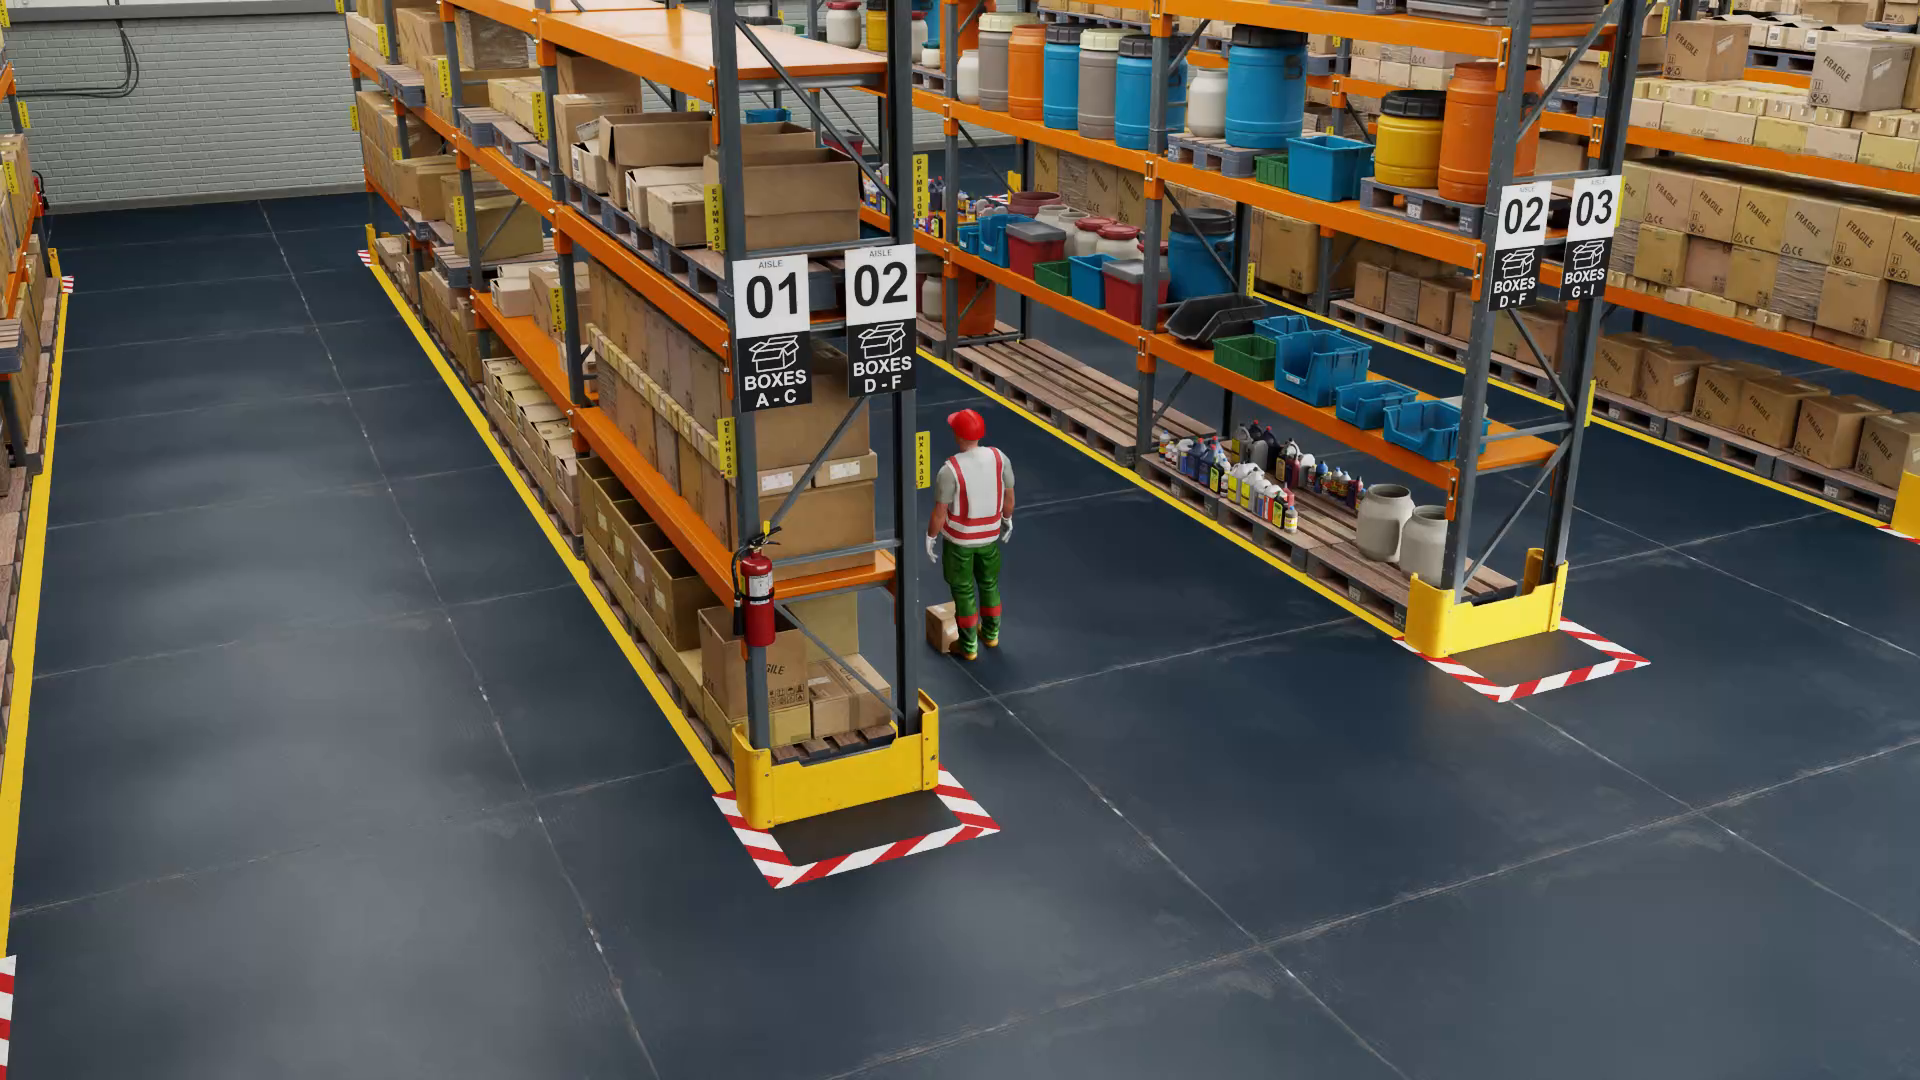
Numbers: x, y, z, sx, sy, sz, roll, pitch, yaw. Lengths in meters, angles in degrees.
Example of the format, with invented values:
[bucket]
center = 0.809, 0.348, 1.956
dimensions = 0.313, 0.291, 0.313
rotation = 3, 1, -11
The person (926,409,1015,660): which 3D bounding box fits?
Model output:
[person]
center = 0.043, -0.060, 11.119
dimensions = 0.638, 1.789, 0.563
rotation = -10, 24, -24
